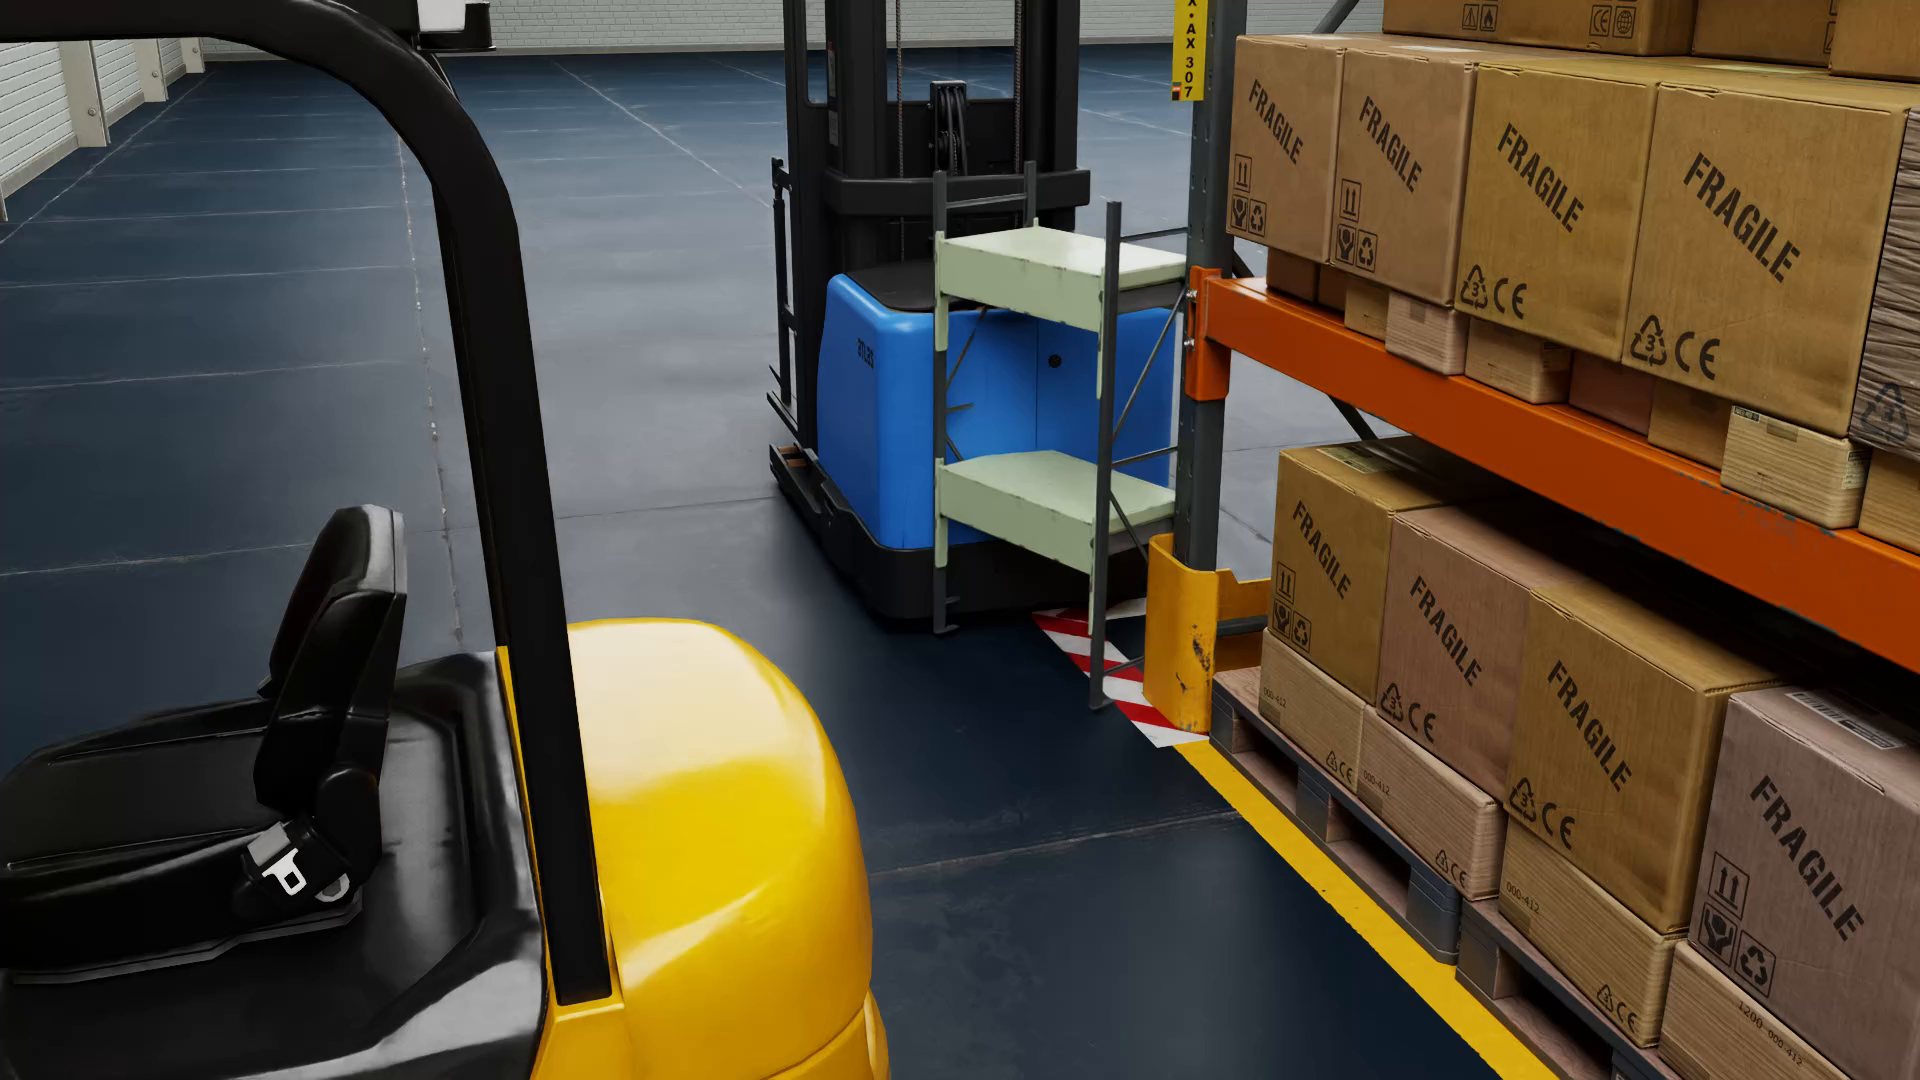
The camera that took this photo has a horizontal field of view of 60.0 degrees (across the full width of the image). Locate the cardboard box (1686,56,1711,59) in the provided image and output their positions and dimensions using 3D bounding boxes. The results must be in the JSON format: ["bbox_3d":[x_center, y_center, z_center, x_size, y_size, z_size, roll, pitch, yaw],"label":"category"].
[{"bbox_3d":[1.713,-0.865,3.799,0.500,0.500,0.500,-6,21,-17],"label":"cardboard box"}]

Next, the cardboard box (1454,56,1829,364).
[{"bbox_3d":[1.341,-0.660,3.229,0.500,0.500,0.500,-7,21,-18],"label":"cardboard box"}]

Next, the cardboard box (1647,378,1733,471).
[{"bbox_3d":[1.482,-0.229,2.989,0.380,0.149,0.250,-7,21,-19],"label":"cardboard box"}]

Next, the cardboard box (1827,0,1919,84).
[{"bbox_3d":[1.931,-1.010,2.724,0.700,0.500,0.500,-7,21,-18],"label":"cardboard box"}]

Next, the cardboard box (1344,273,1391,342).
[{"bbox_3d":[1.138,-0.561,3.913,0.380,0.149,0.250,-7,21,-19],"label":"cardboard box"}]

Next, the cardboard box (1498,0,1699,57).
[{"bbox_3d":[1.648,-1.337,3.636,0.700,0.500,0.500,-6,21,-17],"label":"cardboard box"}]

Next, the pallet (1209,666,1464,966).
[{"bbox_3d":[1.374,0.617,4.385,1.003,0.211,1.213,-6,21,-17],"label":"pallet"}]

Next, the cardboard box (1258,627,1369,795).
[{"bbox_3d":[1.119,0.401,4.309,0.500,0.250,0.500,-7,21,-18],"label":"cardboard box"}]

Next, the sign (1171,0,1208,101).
[{"bbox_3d":[0.613,-1.333,4.411,0.100,0.325,0.005,-6,21,-17],"label":"sign"}]

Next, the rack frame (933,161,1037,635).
[{"bbox_3d":[0.076,-0.438,5.338,0.400,1.500,0.023,-16,26,-37],"label":"rack frame"}]

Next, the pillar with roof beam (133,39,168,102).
[{"bbox_3d":[-7.676,-11.119,24.059,9.100,9.000,0.400,-6,21,-17],"label":"pillar with roof beam"}]

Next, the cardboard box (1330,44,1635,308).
[{"bbox_3d":[1.180,-0.823,3.684,0.500,0.500,0.500,-6,21,-16],"label":"cardboard box"}]

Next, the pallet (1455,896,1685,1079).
[{"bbox_3d":[1.754,1.008,3.297,1.003,0.211,1.213,-6,21,-17],"label":"pallet"}]

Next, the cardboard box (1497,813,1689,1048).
[{"bbox_3d":[1.456,0.739,3.367,0.500,0.250,0.500,-5,20,-14],"label":"cardboard box"}]

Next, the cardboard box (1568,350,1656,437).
[{"bbox_3d":[1.427,-0.317,3.233,0.380,0.149,0.250,-6,21,-15],"label":"cardboard box"}]

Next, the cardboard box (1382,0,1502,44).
[{"bbox_3d":[1.496,-1.501,4.090,0.700,0.500,0.500,-7,21,-19],"label":"cardboard box"}]

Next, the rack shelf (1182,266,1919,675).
[{"bbox_3d":[1.757,-0.003,3.053,1.077,0.370,4.000,-6,21,-17],"label":"rack shelf"}]

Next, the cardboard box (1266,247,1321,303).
[{"bbox_3d":[1.039,-0.735,4.396,0.380,0.149,0.250,-6,21,-17],"label":"cardboard box"}]

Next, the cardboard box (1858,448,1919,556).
[{"bbox_3d":[1.621,-0.064,2.528,0.380,0.149,0.250,-7,21,-18],"label":"cardboard box"}]

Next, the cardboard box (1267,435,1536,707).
[{"bbox_3d":[1.127,0.056,4.161,0.500,0.500,0.500,-7,21,-19],"label":"cardboard box"}]

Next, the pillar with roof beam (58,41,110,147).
[{"bbox_3d":[-5.790,-9.193,18.699,9.100,9.000,0.400,-6,21,-17],"label":"pillar with roof beam"}]

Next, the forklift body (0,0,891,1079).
[{"bbox_3d":[-1.255,0.359,2.235,2.313,2.155,1.214,-6,21,-17],"label":"forklift body"}]

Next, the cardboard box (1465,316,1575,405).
[{"bbox_3d":[1.287,-0.395,3.452,0.380,0.149,0.250,-6,21,-16],"label":"cardboard box"}]

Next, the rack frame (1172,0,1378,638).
[{"bbox_3d":[1.128,-0.984,4.718,1.000,3.000,0.127,-6,21,-17],"label":"rack frame"}]

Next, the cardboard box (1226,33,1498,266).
[{"bbox_3d":[1.014,-0.989,4.146,0.500,0.500,0.500,-7,21,-18],"label":"cardboard box"}]

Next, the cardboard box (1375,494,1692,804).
[{"bbox_3d":[1.296,0.223,3.696,0.500,0.500,0.500,-7,21,-19],"label":"cardboard box"}]

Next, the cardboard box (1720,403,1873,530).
[{"bbox_3d":[1.505,-0.142,2.747,0.380,0.149,0.250,-6,21,-17],"label":"cardboard box"}]

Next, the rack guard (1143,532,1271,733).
[{"bbox_3d":[1.152,0.217,5.073,1.175,0.500,0.348,-6,21,-17],"label":"rack guard"}]

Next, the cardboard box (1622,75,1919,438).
[{"bbox_3d":[1.509,-0.498,2.777,0.500,0.500,0.500,-7,21,-18],"label":"cardboard box"}]

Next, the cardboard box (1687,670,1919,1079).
[{"bbox_3d":[1.622,0.555,2.770,0.500,0.500,0.500,-5,20,-14],"label":"cardboard box"}]

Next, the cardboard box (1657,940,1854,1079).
[{"bbox_3d":[1.612,0.902,2.915,0.500,0.250,0.500,-6,21,-16],"label":"cardboard box"}]

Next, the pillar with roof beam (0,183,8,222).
[{"bbox_3d":[-3.904,-7.268,13.338,9.100,9.000,0.400,-6,21,-17],"label":"pillar with roof beam"}]

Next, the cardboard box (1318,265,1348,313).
[{"bbox_3d":[1.132,-0.655,4.174,0.380,0.149,0.250,-6,21,-16],"label":"cardboard box"}]

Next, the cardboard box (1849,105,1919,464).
[{"bbox_3d":[1.674,-0.334,2.321,0.500,0.500,0.500,-6,21,-16],"label":"cardboard box"}]

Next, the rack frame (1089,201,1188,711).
[{"bbox_3d":[0.548,-0.241,4.815,0.400,1.500,0.023,-16,26,-37],"label":"rack frame"}]

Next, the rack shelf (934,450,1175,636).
[{"bbox_3d":[0.310,-0.034,5.190,0.431,0.370,0.720,-16,26,-37],"label":"rack shelf"}]

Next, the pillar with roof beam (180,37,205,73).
[{"bbox_3d":[-9.562,-13.044,29.420,9.100,9.000,0.400,-6,21,-17],"label":"pillar with roof beam"}]

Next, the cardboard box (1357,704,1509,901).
[{"bbox_3d":[1.273,0.566,3.851,0.500,0.250,0.500,-6,21,-15],"label":"cardboard box"}]

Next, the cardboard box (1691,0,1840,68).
[{"bbox_3d":[1.906,-1.185,3.210,0.700,0.500,0.500,-7,21,-18],"label":"cardboard box"}]

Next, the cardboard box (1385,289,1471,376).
[{"bbox_3d":[1.174,-0.475,3.673,0.380,0.149,0.250,-6,21,-16],"label":"cardboard box"}]

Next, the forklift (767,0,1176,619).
[{"bbox_3d":[-0.178,-1.583,6.489,1.130,2.935,3.031,-6,21,-15],"label":"forklift"}]

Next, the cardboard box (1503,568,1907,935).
[{"bbox_3d":[1.446,0.385,3.245,0.500,0.500,0.500,-6,21,-16],"label":"cardboard box"}]

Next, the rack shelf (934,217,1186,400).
[{"bbox_3d":[0.314,-0.705,4.941,0.431,0.370,0.720,-16,26,-37],"label":"rack shelf"}]

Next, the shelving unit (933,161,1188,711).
[{"bbox_3d":[0.312,-0.339,5.077,0.431,1.500,0.755,-16,26,-37],"label":"shelving unit"}]
